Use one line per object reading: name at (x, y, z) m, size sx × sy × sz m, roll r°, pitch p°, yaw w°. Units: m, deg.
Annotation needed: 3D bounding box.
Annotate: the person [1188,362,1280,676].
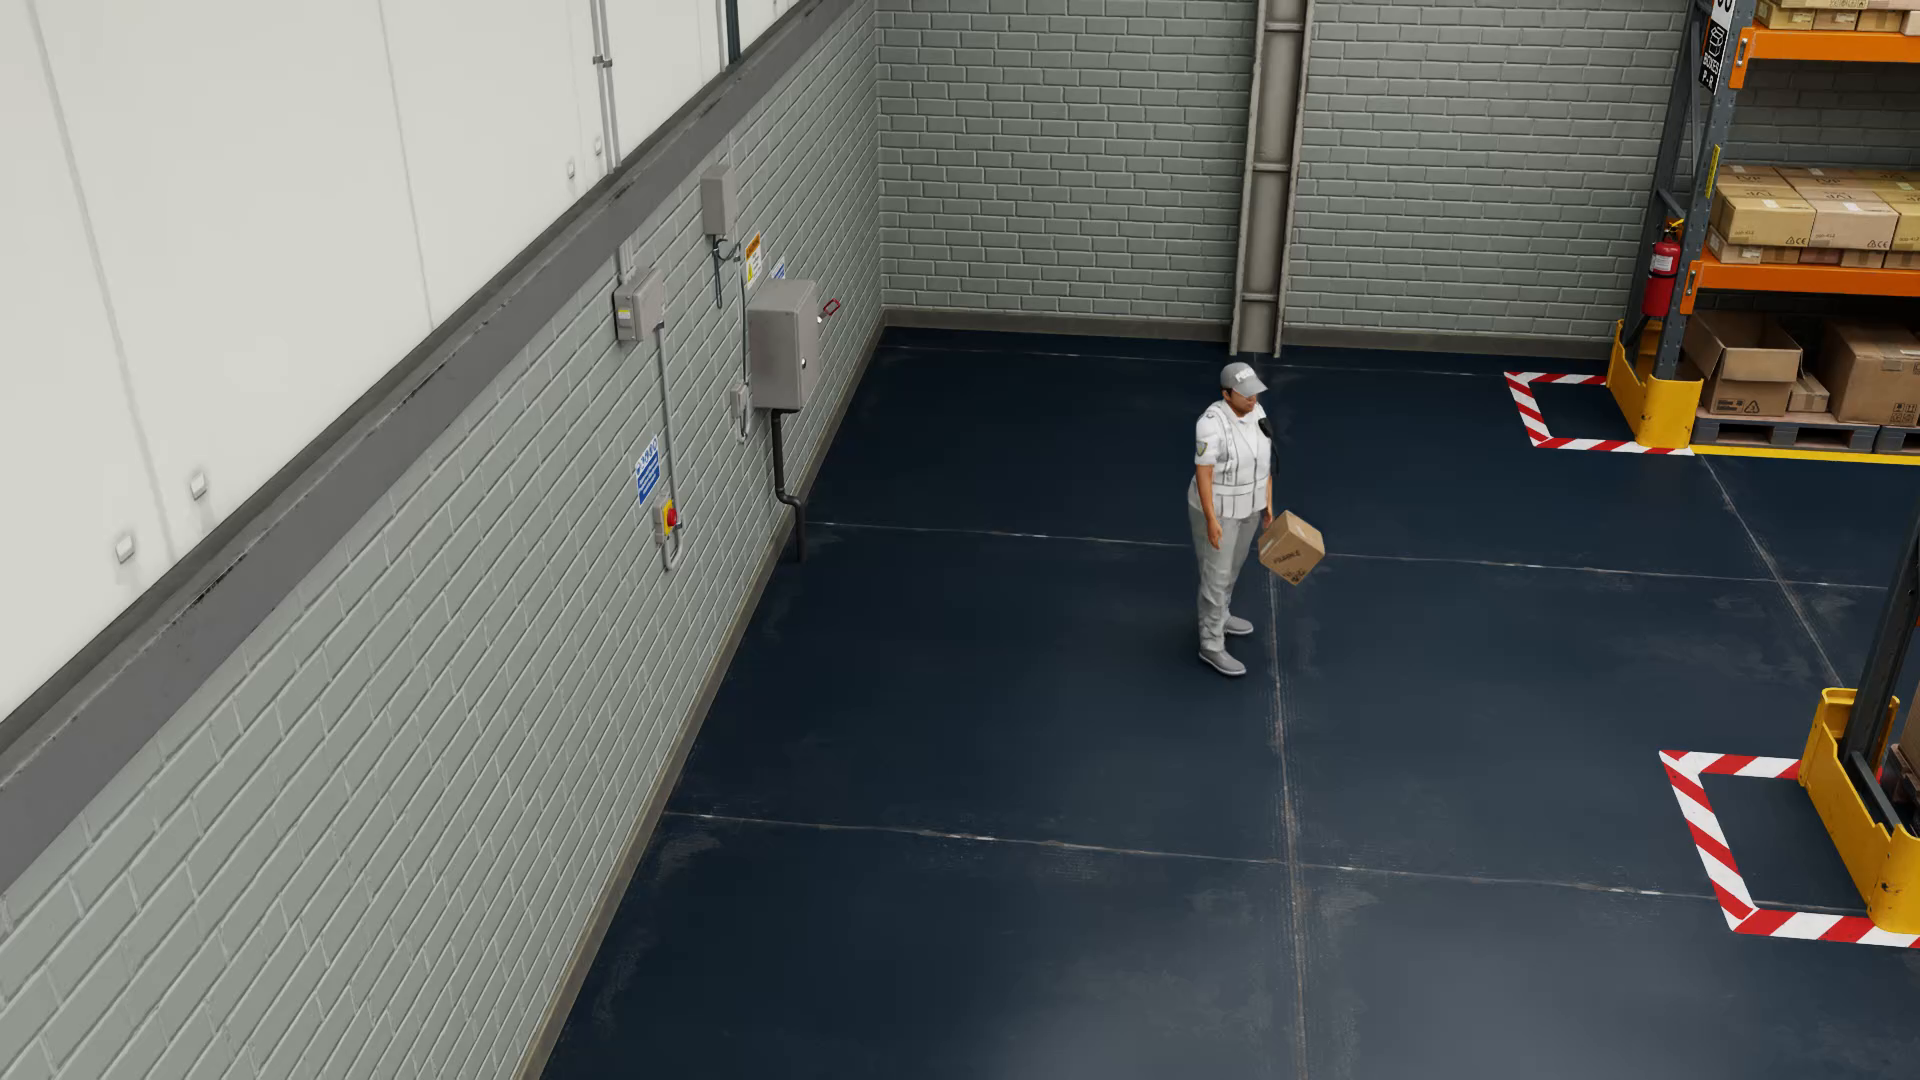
person at (1.484, -0.139, 8.850) m, size 0.559 × 1.664 × 0.540 m, roll -22°, pitch 36°, yaw -35°
